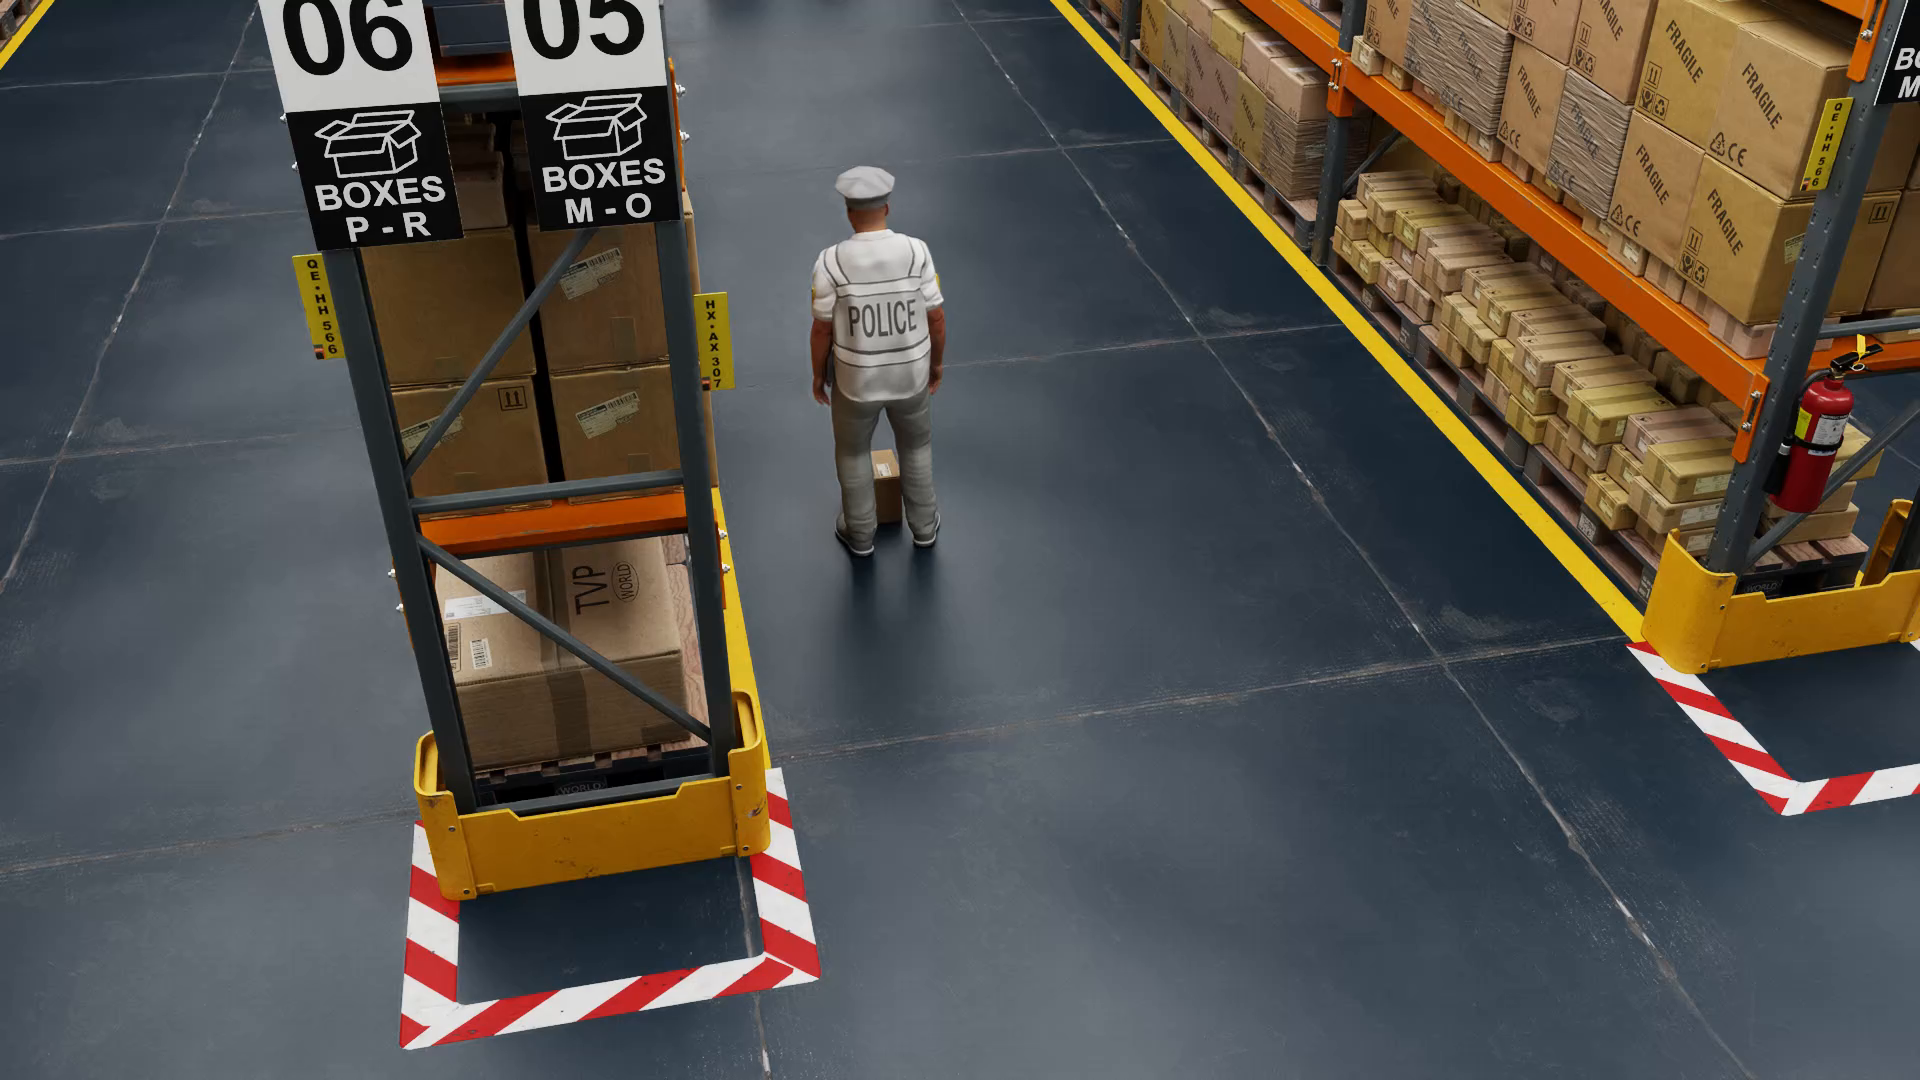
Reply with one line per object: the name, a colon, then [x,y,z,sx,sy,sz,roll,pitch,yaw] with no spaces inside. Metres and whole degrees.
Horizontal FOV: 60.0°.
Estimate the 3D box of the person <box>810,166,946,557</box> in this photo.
person: [-0.348,-0.719,7.196,0.586,1.748,0.436,-7,35,-10]
